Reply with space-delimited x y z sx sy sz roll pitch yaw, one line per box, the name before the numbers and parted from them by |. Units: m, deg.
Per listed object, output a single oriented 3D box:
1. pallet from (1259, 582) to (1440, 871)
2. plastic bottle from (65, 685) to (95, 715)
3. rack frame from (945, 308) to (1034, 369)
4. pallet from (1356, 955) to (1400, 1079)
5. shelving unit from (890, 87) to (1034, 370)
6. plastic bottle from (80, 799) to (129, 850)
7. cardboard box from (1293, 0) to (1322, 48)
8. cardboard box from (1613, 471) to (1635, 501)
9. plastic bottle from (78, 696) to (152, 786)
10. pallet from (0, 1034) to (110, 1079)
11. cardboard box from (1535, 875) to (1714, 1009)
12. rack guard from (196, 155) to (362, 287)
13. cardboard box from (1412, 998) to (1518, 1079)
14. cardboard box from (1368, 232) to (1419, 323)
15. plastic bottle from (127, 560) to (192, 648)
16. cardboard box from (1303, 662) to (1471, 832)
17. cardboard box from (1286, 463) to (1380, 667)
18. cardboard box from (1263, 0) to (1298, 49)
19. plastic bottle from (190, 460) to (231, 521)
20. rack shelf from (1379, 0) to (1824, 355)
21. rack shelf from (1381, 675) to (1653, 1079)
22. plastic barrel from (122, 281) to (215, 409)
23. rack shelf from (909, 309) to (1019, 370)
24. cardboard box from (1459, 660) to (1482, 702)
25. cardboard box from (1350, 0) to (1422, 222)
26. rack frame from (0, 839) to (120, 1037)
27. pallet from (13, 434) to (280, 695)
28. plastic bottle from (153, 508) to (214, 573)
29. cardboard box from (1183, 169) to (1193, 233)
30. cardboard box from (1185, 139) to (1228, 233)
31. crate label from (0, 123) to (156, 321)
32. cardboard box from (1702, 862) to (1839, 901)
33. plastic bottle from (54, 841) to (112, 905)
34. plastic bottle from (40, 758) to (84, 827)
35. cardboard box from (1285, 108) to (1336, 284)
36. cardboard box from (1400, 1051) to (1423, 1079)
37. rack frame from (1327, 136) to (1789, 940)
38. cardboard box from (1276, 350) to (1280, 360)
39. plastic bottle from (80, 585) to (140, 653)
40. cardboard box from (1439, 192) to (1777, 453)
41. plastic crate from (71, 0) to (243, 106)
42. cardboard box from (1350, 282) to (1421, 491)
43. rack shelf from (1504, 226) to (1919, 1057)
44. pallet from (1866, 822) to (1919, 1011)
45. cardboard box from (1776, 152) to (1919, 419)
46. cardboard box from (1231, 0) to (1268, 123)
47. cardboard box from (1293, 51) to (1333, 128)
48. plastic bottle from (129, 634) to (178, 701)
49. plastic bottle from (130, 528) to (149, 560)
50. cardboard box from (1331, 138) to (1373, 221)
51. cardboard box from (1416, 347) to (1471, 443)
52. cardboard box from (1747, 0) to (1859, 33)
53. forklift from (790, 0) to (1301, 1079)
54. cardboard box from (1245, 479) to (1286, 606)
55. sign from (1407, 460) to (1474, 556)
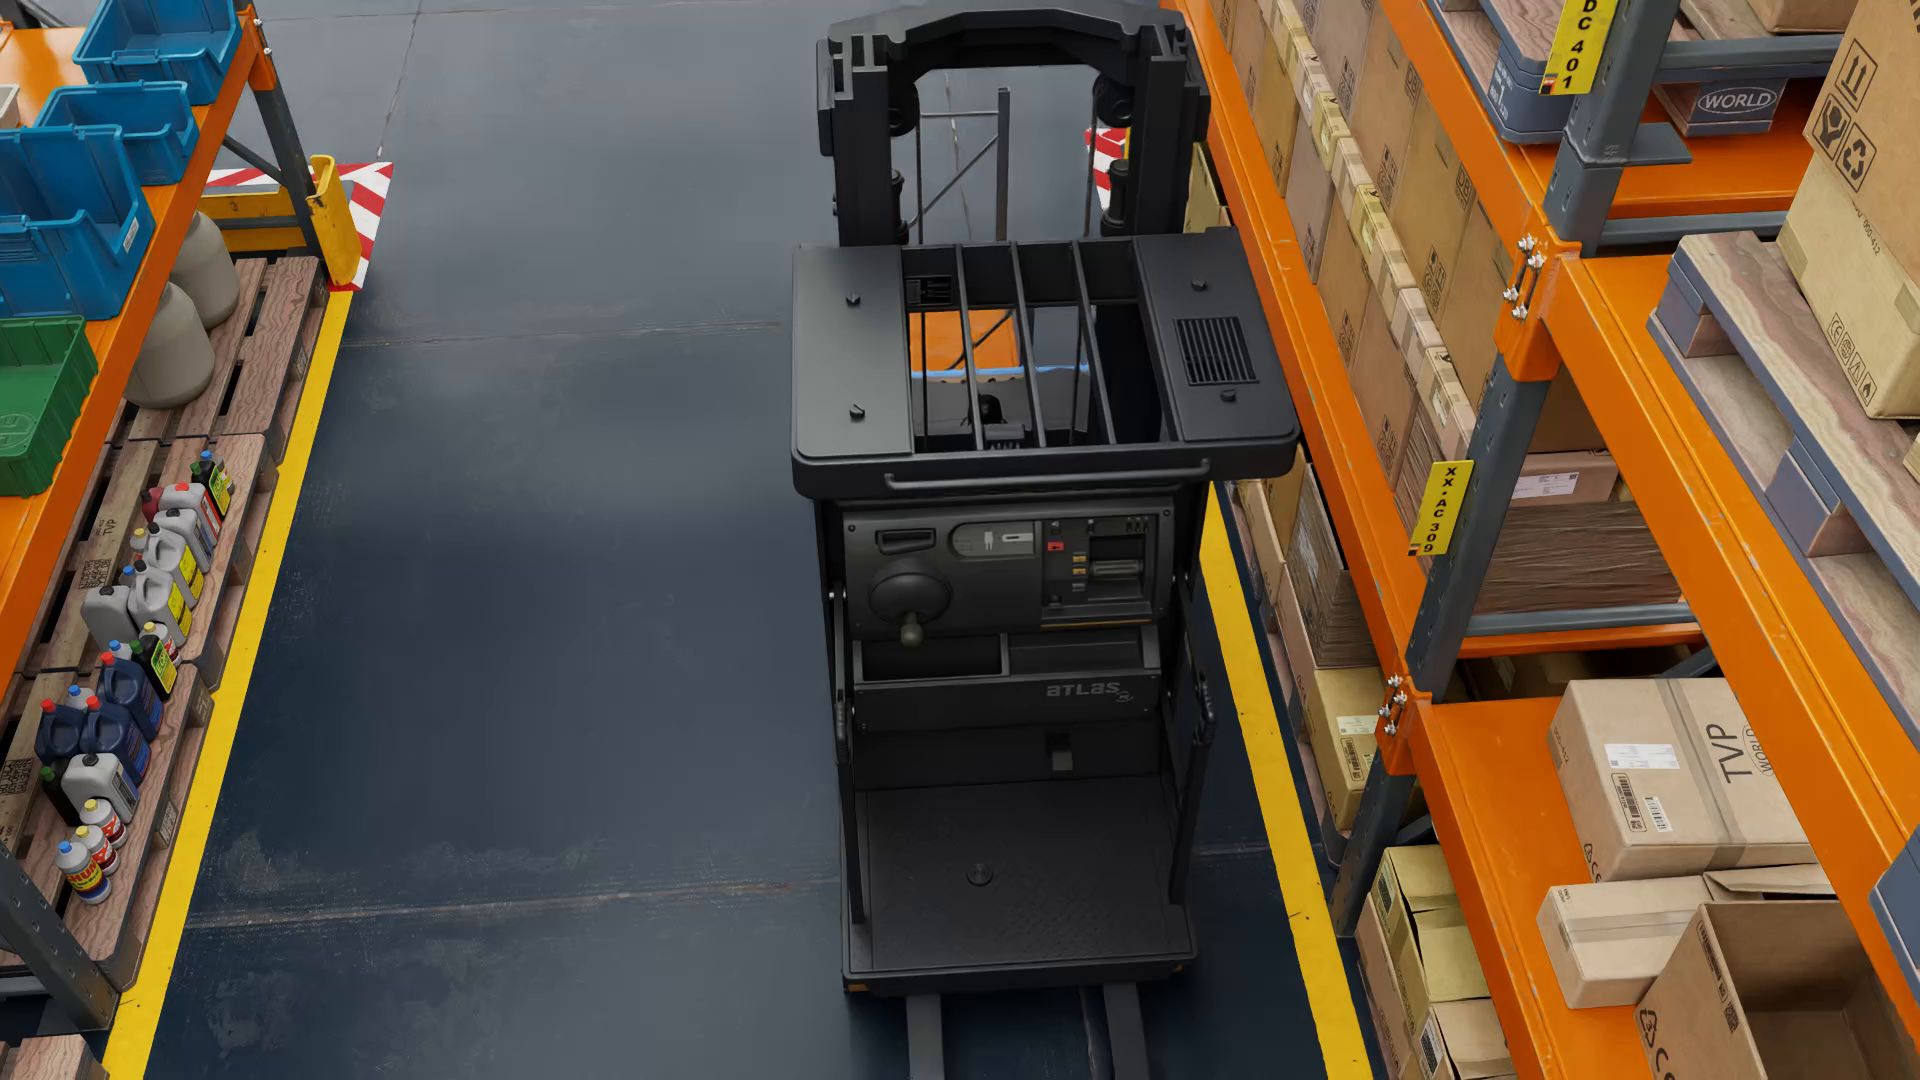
pallet | 1.712 0.595 6.041 1.003 0.211 1.213 -3 47 -3
plastic bottle | -2.986 0.593 5.699 0.097 0.271 0.097 0 47 0
rack frame | 0.008 -0.445 6.139 0.500 1.500 0.032 -3 47 -3
pallet | 1.838 1.704 4.991 1.003 0.211 1.213 -3 47 -3
shelving unit | -0.026 -0.807 6.481 0.587 1.500 1.083 -3 47 -3
plastic bottle | -2.806 0.920 5.437 0.097 0.201 0.097 0 47 0
cardboard box | 1.525 -2.038 5.652 0.700 0.500 0.500 -3 47 -3
cardboard box | 1.907 -0.249 4.404 0.380 0.149 0.250 -4 47 -3
plastic bottle | -2.853 0.663 5.577 0.144 0.351 0.185 -2 47 -2
pallet | -3.095 2.038 4.675 1.003 0.211 1.213 -3 47 -3
cardboard box | 1.607 0.954 3.953 0.380 0.149 0.250 -3 47 -3
rack guard | -3.481 -1.469 7.797 1.175 0.500 0.348 -3 47 -3
cardboard box | 1.560 1.499 4.482 0.500 0.311 0.500 -4 47 -4
cardboard box | 1.435 -0.785 4.912 0.380 0.149 0.250 -4 47 -3
plastic bottle | -2.905 0.219 5.998 0.144 0.351 0.185 -4 47 -4
cardboard box | 1.480 0.693 5.632 0.500 0.250 0.500 -3 47 -3
cardboard box | 1.450 0.073 5.703 0.500 0.500 0.500 -3 47 -3
cardboard box | 1.308 -1.893 5.961 0.380 0.149 0.250 -5 47 -5
plastic bottle | -2.916 -0.213 6.453 0.061 0.283 0.133 -2 47 -2
rack shelf | 1.570 -2.017 5.023 1.077 0.370 4.000 -3 47 -3
rack shelf | 1.904 1.909 3.372 1.077 0.370 4.000 -3 47 -3
plastic barrel | -3.361 -0.836 6.900 0.421 0.512 0.421 0 47 0
rack shelf | -0.027 -0.690 6.618 0.538 0.185 1.000 -3 47 -3
cardboard box | 2.000 0.662 5.662 0.500 0.250 0.500 -3 47 -3
cardboard box | 1.609 -1.314 4.967 0.700 0.500 0.500 -4 47 -3
rack frame | -3.199 0.513 4.198 1.000 3.000 0.127 -3 47 -3
pallet | -3.319 0.099 6.511 1.003 0.211 1.213 -3 47 -3
plastic bottle | -2.938 -0.009 6.266 0.152 0.276 0.135 -5 47 -4
cardboard box | 1.225 -1.477 7.687 0.500 0.250 0.500 -3 47 -3
cardboard box | 1.269 -1.373 7.073 0.500 0.500 0.500 -3 47 -3
crate label | -3.111 -1.078 5.681 0.502 0.435 0.616 -3 47 -3
cardboard box | 1.994 0.886 3.938 0.396 0.266 0.258 -5 47 -4
plastic bottle | -2.789 1.043 5.273 0.097 0.271 0.097 0 47 0
plastic bottle | -2.950 0.813 5.482 0.061 0.283 0.133 -3 47 -3
cardboard box | 1.561 -1.255 5.804 0.700 0.500 0.500 -2 47 -2
cardboard box | 1.565 1.692 4.686 0.500 0.250 0.500 -2 47 -2
rack frame | 1.737 0.215 4.481 1.000 3.000 0.127 -3 47 -3
cardboard box | 1.348 -0.649 6.387 0.500 0.500 0.500 -3 47 -3
plastic bottle | -3.050 0.272 5.999 0.152 0.276 0.135 -3 47 -3
cardboard box | 1.694 -0.587 4.277 0.700 0.500 0.500 -3 47 -3
plastic crate | -3.194 -1.986 6.667 0.499 0.251 0.616 -3 47 -3
cardboard box | 1.643 -0.522 5.109 0.700 0.500 0.500 -4 47 -4
rack shelf | 1.904 0.878 2.283 1.077 0.370 4.000 -3 47 -3
pallet | 1.829 0.848 1.945 1.003 0.211 1.213 -2 47 -1
cardboard box | 1.779 -0.463 2.871 0.500 0.250 0.500 1 47 1
cardboard box | 1.477 -1.996 6.505 0.700 0.500 0.500 -2 47 -2
cardboard box | 1.348 -1.528 5.615 0.380 0.149 0.250 -3 47 -3
plastic bottle | -2.842 0.428 5.847 0.061 0.283 0.133 -2 47 -2
plastic bottle | -3.061 0.037 6.273 0.097 0.201 0.097 0 47 0
cardboard box | 1.396 -1.145 5.253 0.380 0.149 0.250 -2 47 -2
cardboard box | 1.482 -0.406 4.553 0.380 0.149 0.250 -4 47 -4
cardboard box | 1.958 -1.424 3.512 0.500 0.500 0.500 0 47 0
forklift | 0.157 0.189 4.552 1.130 2.935 3.031 -3 47 -3
cardboard box | 1.392 -0.030 6.317 0.500 0.250 0.500 -3 47 -3
sign | 1.184 -0.075 4.105 0.100 0.325 0.005 -3 47 -3
